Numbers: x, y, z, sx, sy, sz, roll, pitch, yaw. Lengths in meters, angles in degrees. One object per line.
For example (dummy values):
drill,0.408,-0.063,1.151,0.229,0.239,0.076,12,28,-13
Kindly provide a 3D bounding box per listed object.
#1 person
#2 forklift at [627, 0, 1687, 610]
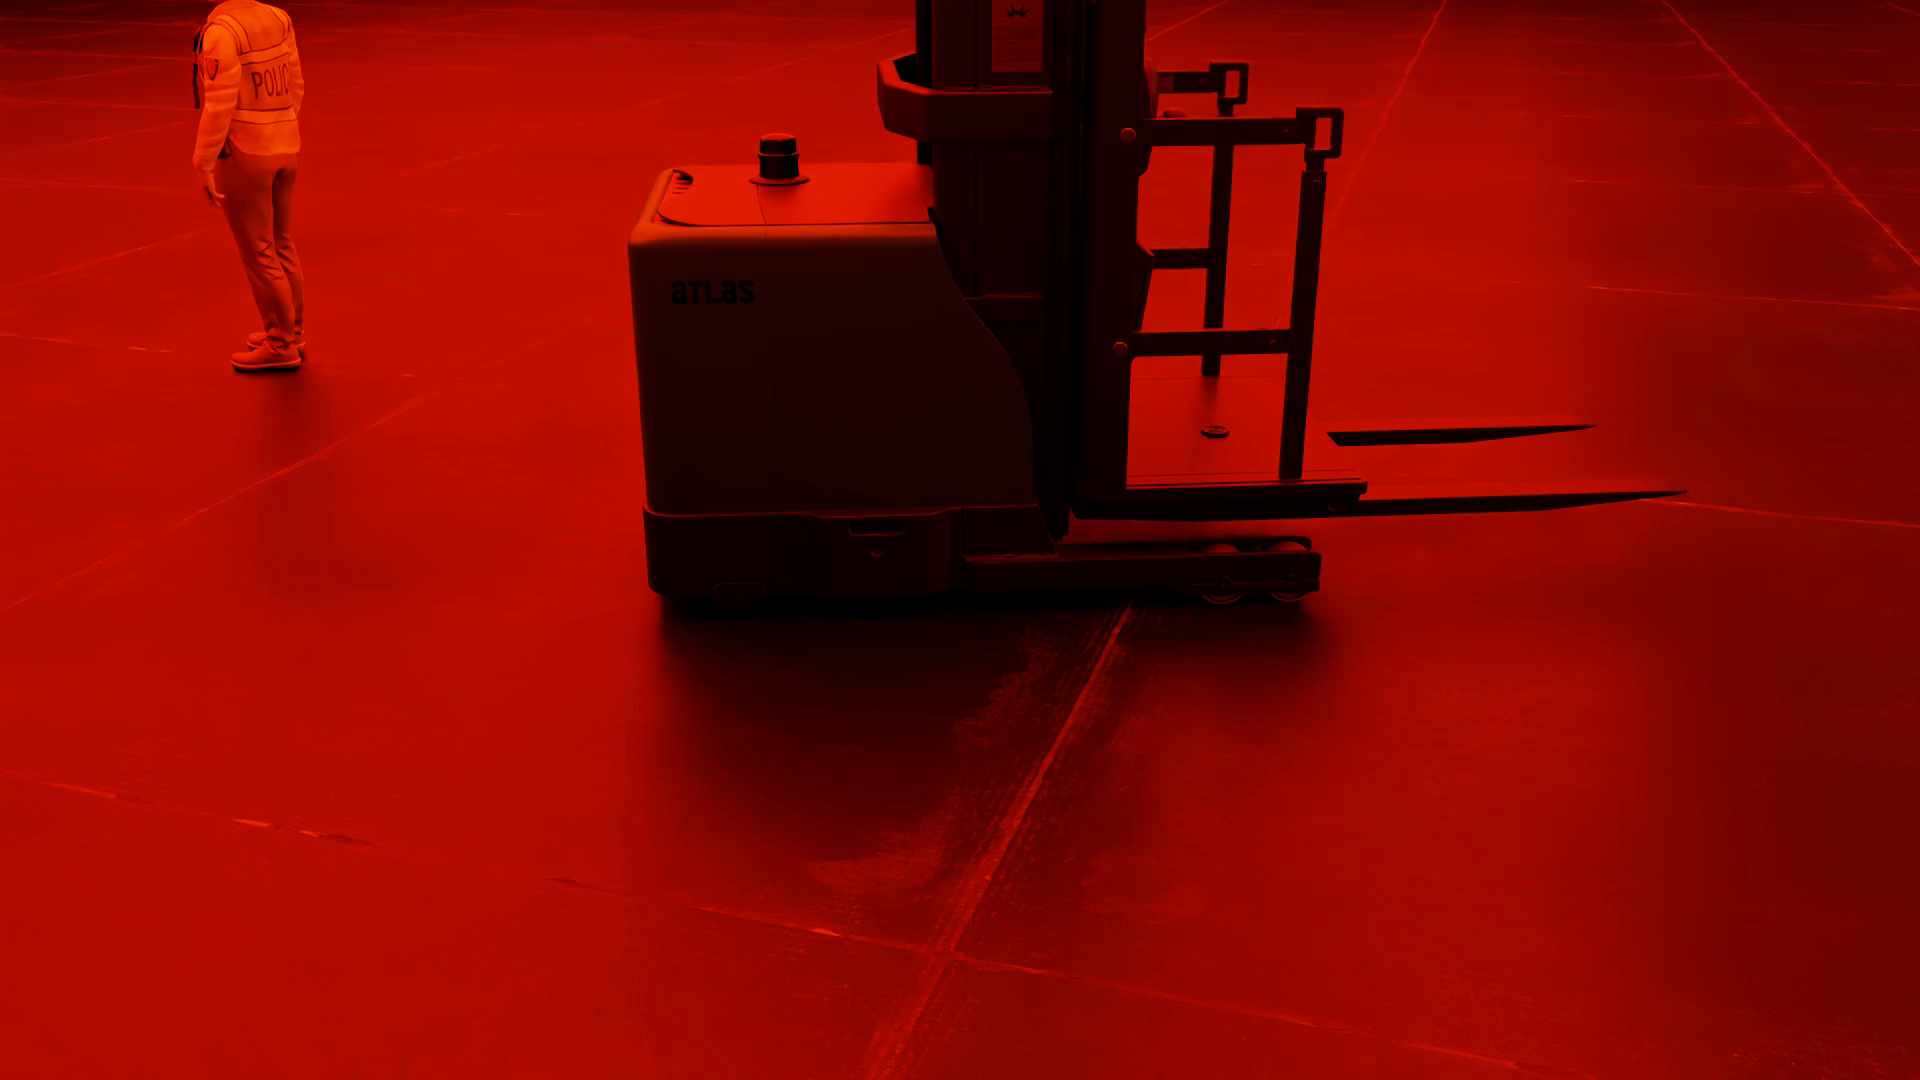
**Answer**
person,-2.825,-1.501,6.517,0.534,1.697,0.588,5,23,12
forklift,0.606,-1.374,4.608,3.031,2.935,1.130,-2,23,-4
